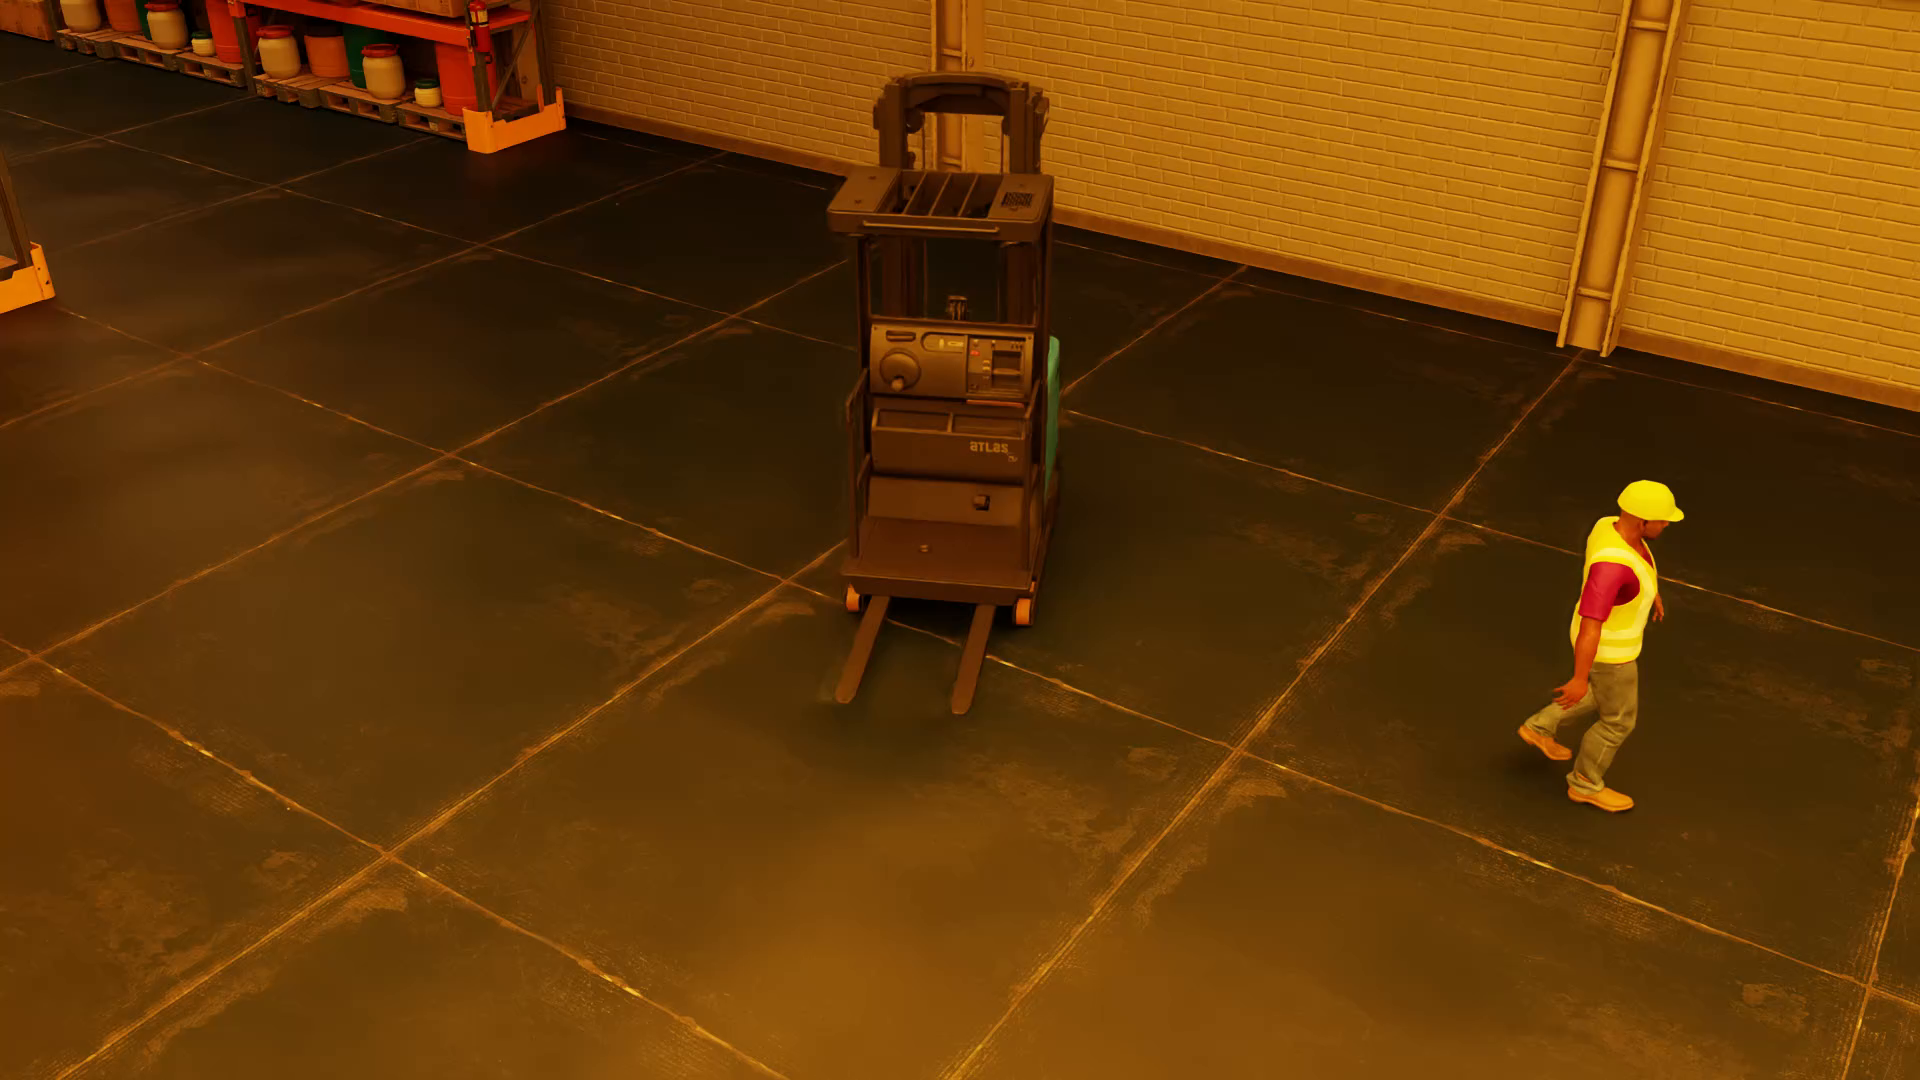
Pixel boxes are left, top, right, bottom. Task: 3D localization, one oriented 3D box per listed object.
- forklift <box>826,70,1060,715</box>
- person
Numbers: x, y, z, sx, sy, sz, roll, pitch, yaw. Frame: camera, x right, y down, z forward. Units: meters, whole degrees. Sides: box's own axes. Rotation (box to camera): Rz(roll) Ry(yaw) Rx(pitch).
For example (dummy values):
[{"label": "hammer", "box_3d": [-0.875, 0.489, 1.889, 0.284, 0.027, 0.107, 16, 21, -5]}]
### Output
[{"label": "forklift", "box_3d": [-0.079, -0.960, 9.235, 1.130, 2.935, 3.031, 4, 30, 8]}, {"label": "person", "box_3d": [3.075, 0.485, 7.925, 0.583, 1.747, 0.829, 8, 31, 14]}]
